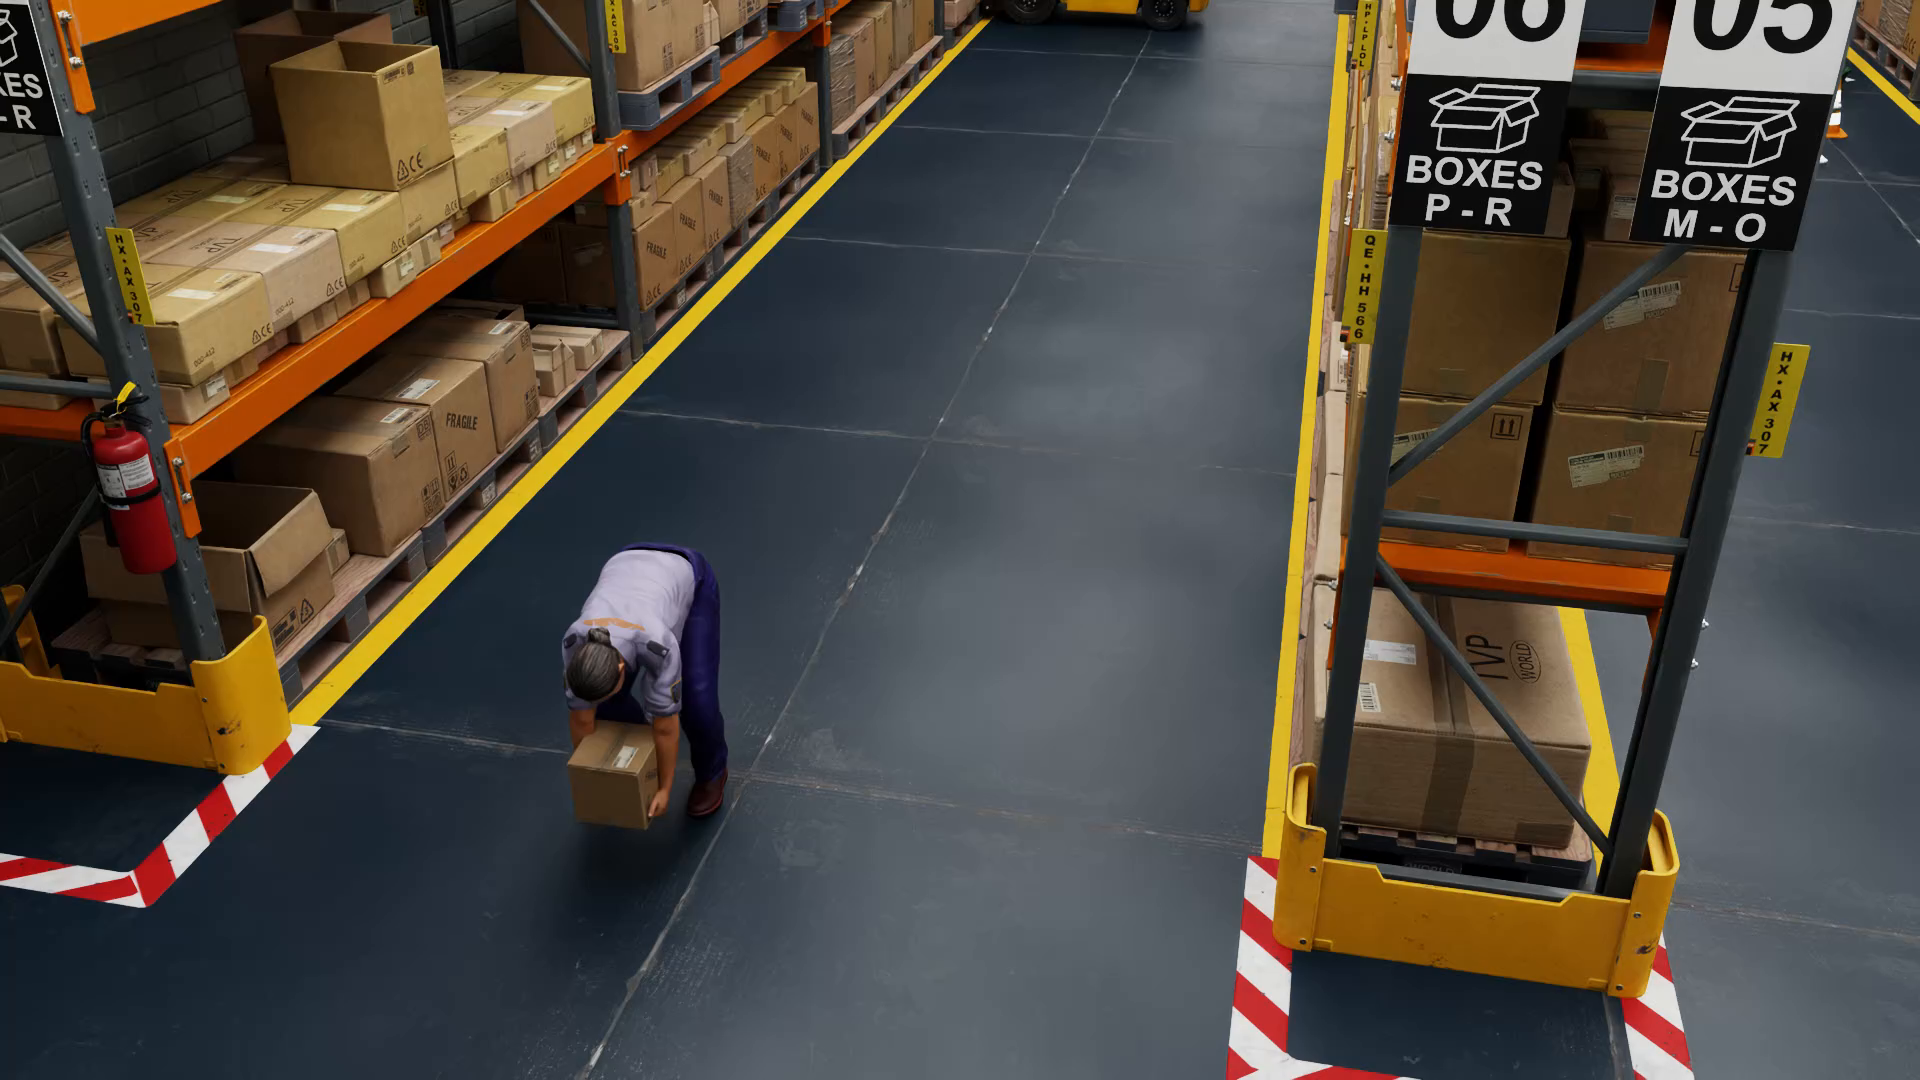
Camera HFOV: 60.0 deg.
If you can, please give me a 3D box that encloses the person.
[{"bbox_3d":[-1.101,0.584,5.755,0.482,1.004,0.910,5,29,9],"label":"person"}]
